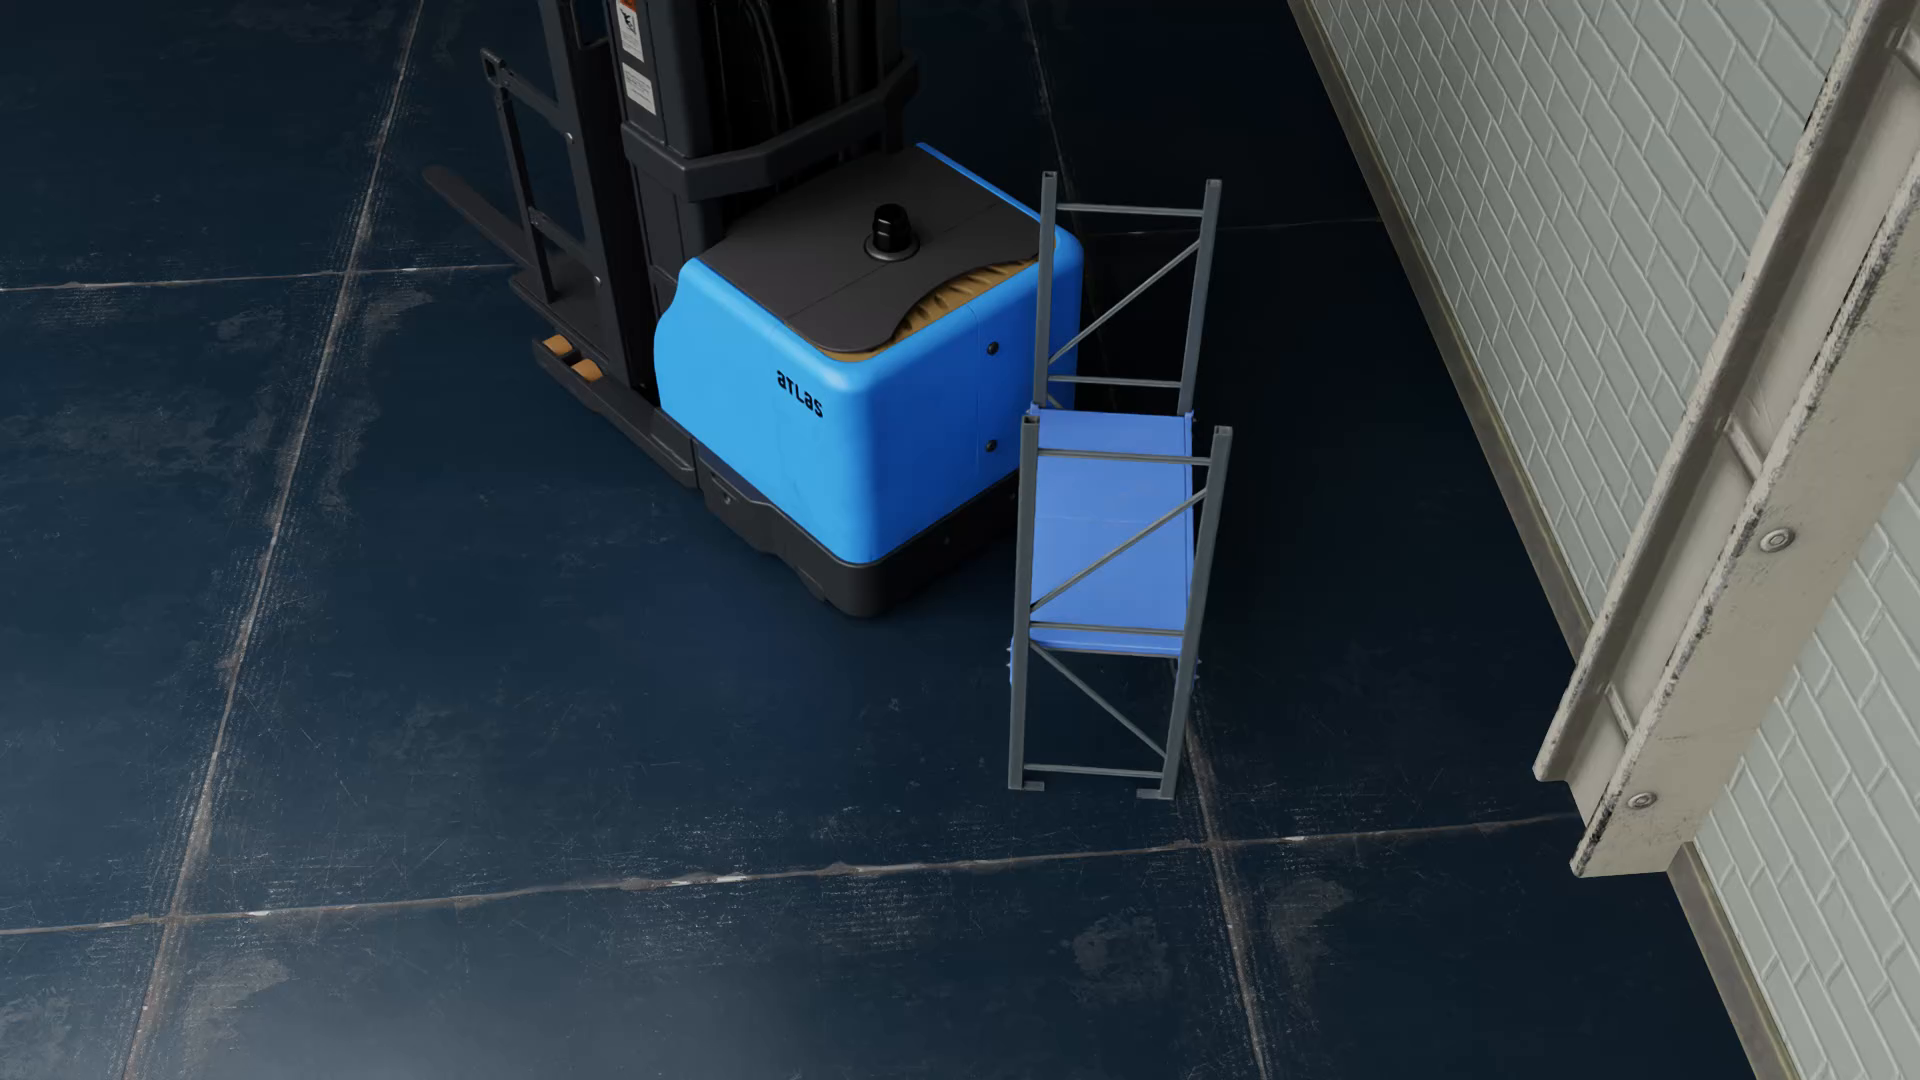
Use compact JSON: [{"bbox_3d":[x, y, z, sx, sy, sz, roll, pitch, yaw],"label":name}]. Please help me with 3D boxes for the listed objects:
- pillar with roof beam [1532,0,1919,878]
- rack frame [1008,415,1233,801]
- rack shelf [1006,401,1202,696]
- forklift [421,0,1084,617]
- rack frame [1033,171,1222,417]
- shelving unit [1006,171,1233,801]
[{"bbox_3d":[-2.368,-2.007,1.452,9.100,9.000,0.400,-3,47,-3],"label":"pillar with roof beam"},{"bbox_3d":[0.396,0.243,4.487,0.500,1.500,0.032,3,47,3],"label":"rack frame"},{"bbox_3d":[0.438,-0.001,4.966,0.538,0.185,1.000,3,47,3],"label":"rack shelf"},{"bbox_3d":[-0.964,-1.742,5.381,1.130,2.935,3.031,-34,55,-28],"label":"forklift"},{"bbox_3d":[0.480,-0.492,5.183,0.500,1.500,0.032,3,47,3],"label":"rack frame"},{"bbox_3d":[0.438,-0.125,4.835,0.538,1.500,1.048,3,47,3],"label":"shelving unit"}]
